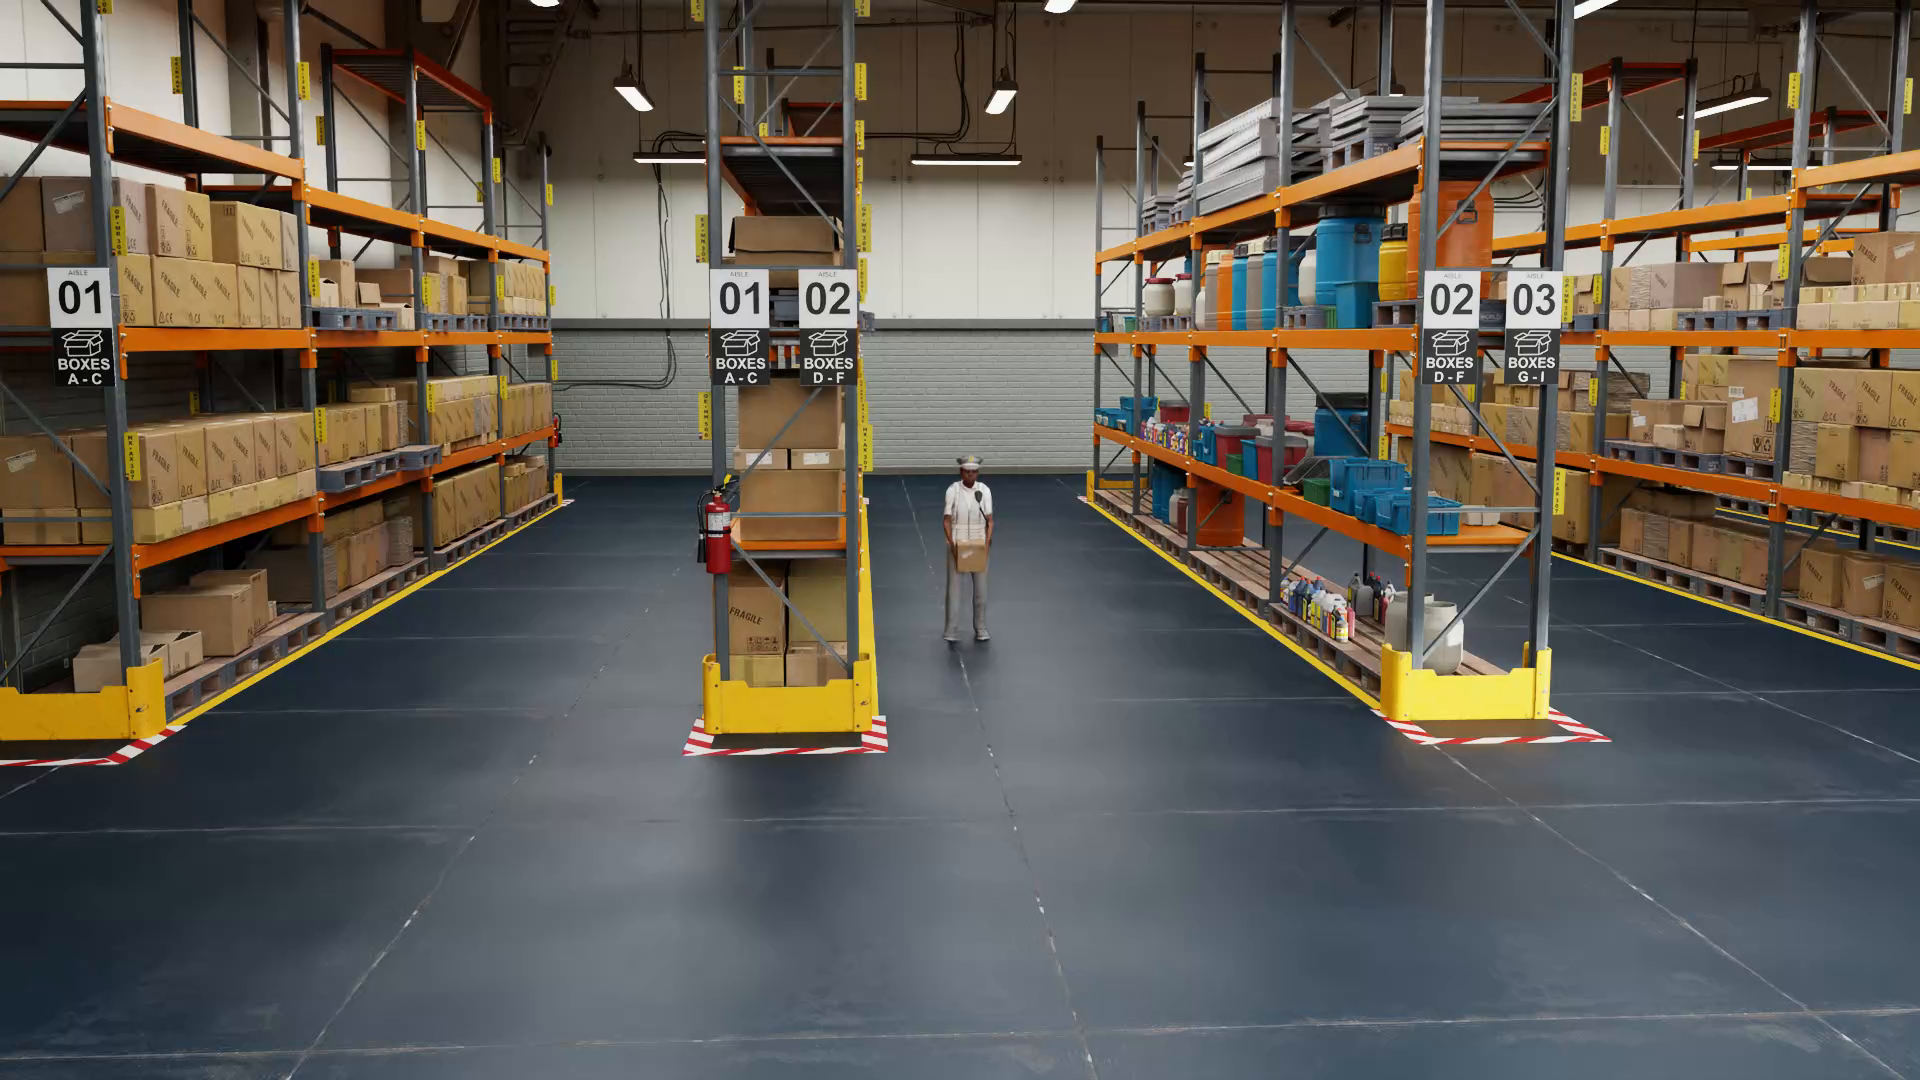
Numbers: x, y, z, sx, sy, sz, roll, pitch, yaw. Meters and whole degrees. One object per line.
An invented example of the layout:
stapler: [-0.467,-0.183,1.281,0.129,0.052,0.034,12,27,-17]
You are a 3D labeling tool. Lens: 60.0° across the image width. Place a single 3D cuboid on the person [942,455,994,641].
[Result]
person: [0.077,0.067,15.116,0.479,1.680,0.429,-1,7,-5]
